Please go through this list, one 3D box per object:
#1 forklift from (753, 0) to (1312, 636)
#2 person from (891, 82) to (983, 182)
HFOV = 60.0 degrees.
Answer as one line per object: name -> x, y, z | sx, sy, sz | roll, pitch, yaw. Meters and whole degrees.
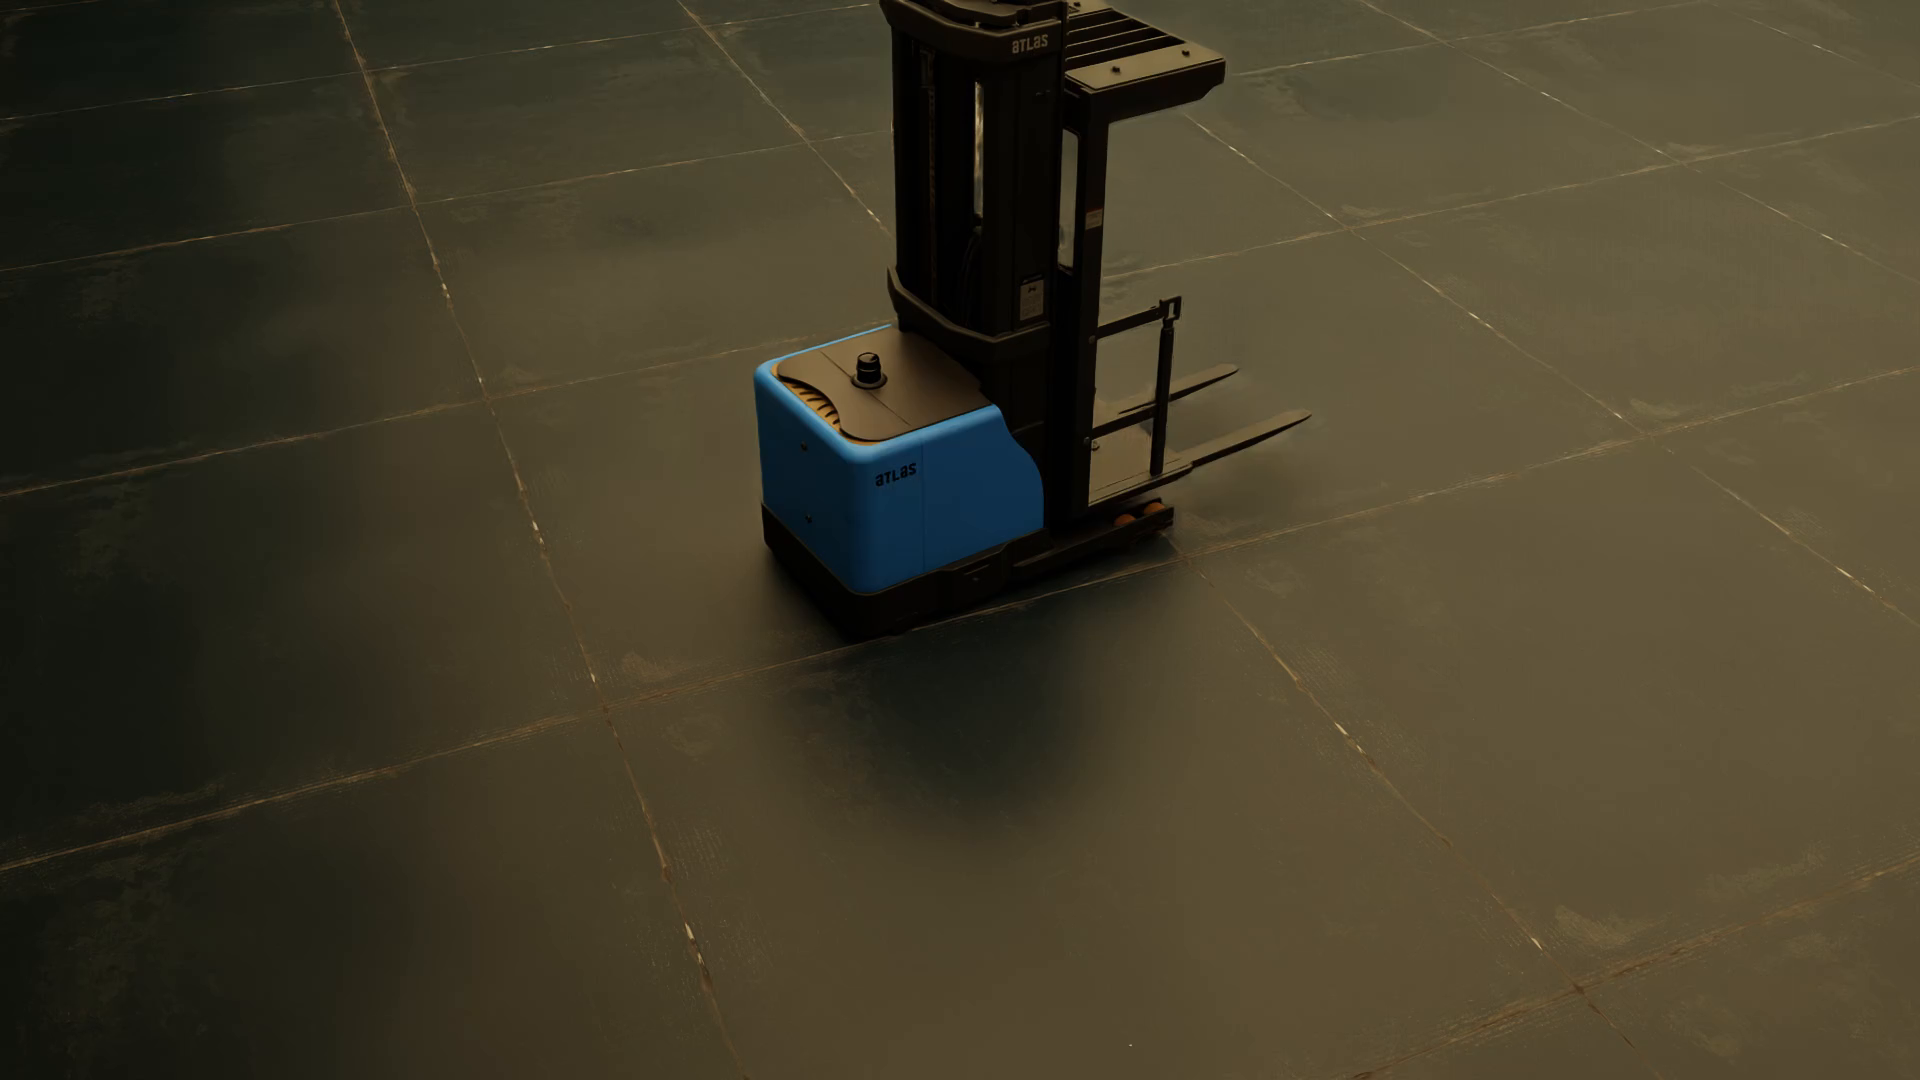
forklift -> 0.507, -1.395, 8.060 | 3.031, 2.935, 1.130 | -21, 40, -27
person -> -0.066, -2.596, 10.755 | 0.735, 1.766, 0.485 | -13, 37, -18
